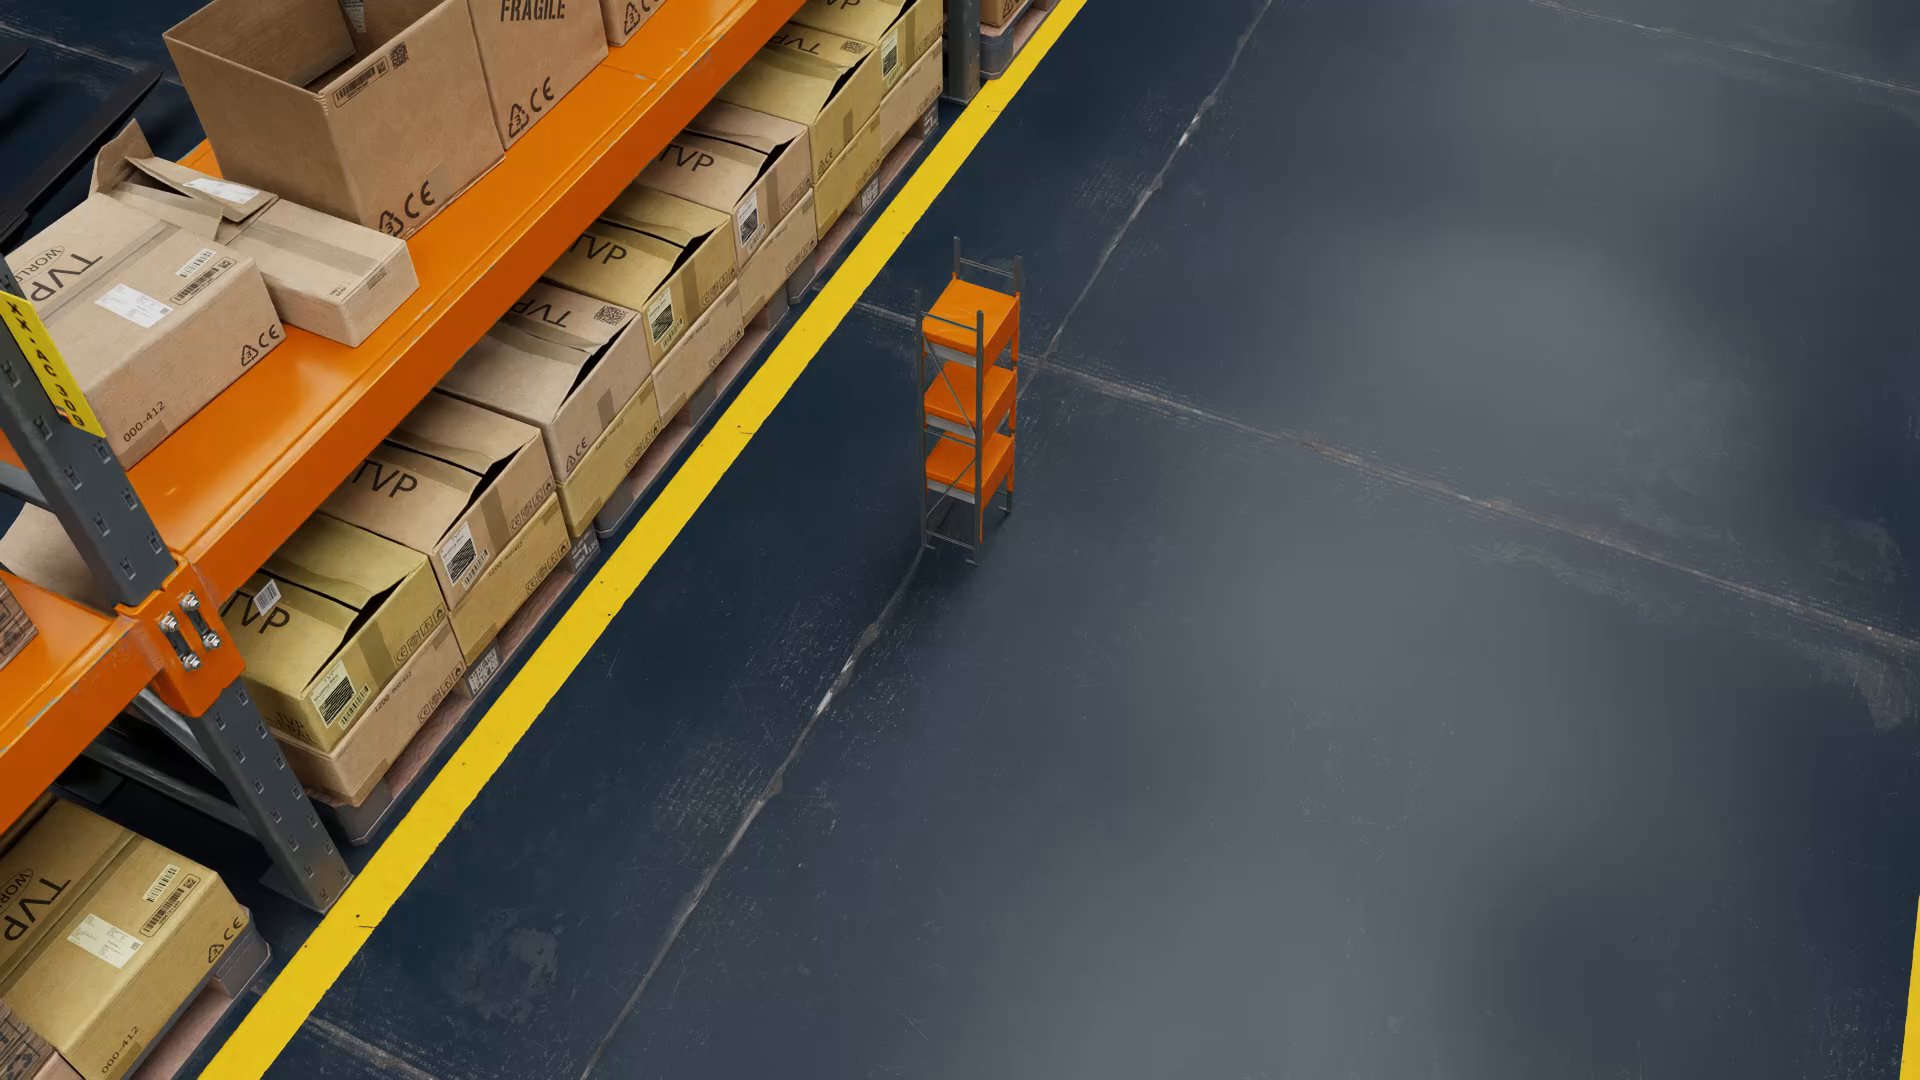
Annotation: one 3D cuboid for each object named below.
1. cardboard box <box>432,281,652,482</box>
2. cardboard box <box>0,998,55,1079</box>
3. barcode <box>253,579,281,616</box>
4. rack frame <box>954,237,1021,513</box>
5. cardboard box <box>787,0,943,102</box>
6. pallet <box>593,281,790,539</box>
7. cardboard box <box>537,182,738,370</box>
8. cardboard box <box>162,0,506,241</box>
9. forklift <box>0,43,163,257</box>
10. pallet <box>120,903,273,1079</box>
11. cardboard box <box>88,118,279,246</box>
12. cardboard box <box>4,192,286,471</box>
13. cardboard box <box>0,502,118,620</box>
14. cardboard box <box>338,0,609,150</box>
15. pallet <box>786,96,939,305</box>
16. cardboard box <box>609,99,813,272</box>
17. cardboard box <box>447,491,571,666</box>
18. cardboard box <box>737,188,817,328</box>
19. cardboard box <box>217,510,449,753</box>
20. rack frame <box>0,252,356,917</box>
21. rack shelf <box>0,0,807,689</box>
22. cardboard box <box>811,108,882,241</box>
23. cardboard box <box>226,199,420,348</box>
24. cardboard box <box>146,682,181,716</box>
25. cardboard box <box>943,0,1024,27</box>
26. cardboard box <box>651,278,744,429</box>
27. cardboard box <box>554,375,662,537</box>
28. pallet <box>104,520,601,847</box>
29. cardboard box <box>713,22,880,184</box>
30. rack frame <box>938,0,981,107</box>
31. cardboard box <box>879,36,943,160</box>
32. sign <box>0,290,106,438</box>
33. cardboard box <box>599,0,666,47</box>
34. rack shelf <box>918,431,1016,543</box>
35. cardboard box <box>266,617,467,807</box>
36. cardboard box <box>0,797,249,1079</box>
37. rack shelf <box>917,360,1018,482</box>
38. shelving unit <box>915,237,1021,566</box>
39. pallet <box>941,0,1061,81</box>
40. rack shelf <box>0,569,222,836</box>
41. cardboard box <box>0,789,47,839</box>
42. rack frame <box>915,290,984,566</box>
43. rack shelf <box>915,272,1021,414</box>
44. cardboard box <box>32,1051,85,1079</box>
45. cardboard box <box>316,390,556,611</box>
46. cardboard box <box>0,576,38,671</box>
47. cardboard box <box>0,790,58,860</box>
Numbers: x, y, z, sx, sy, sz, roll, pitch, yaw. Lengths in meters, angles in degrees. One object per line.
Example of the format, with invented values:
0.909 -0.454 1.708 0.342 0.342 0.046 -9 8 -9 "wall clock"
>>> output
-1.264 -0.511 4.877 0.500 0.311 0.500 18 52 15 "cardboard box"
-2.330 1.062 3.414 0.500 0.500 0.500 20 52 16 "cardboard box"
-1.619 0.135 3.888 0.001 0.075 0.075 20 52 16 "barcode"
0.075 -0.461 4.953 0.200 1.050 0.008 20 52 16 "rack frame"
-0.397 -1.922 6.077 0.500 0.311 0.500 21 53 17 "cardboard box"
-1.305 -0.641 5.657 1.003 0.211 1.213 20 52 16 "pallet"
-1.047 -0.871 5.183 0.500 0.311 0.500 21 53 17 "cardboard box"
-1.537 -1.100 4.151 0.500 0.500 0.500 23 53 19 "cardboard box"
-3.859 -1.612 4.697 1.130 2.935 3.031 12 51 10 "forklift"
-2.483 1.256 4.042 1.003 0.211 1.213 20 52 16 "pallet"
-1.895 -0.803 4.052 0.396 0.266 0.258 19 52 15 "cardboard box"
-1.934 -0.486 3.792 0.500 0.250 0.500 23 53 18 "cardboard box"
-2.191 0.020 4.425 0.500 0.311 0.500 20 52 16 "cardboard box"
-1.323 -1.445 4.444 0.500 0.500 0.500 20 52 16 "cardboard box"
-0.783 -1.478 6.369 1.003 0.211 1.213 20 52 16 "pallet"
-0.831 -1.215 5.476 0.500 0.311 0.500 19 52 16 "cardboard box"
-1.489 0.025 4.789 0.500 0.250 0.500 21 53 17 "cardboard box"
-0.835 -1.038 5.693 0.500 0.250 0.500 21 53 17 "cardboard box"
-1.703 0.188 4.282 0.500 0.311 0.500 20 52 16 "cardboard box"
-2.105 -0.181 3.435 1.000 3.000 0.127 20 52 16 "rack frame"
-1.250 -1.325 4.881 1.077 0.370 4.000 20 52 16 "rack shelf"
-0.617 -1.383 5.987 0.500 0.250 0.500 19 52 16 "cardboard box"
-1.541 -0.644 3.993 0.380 0.149 0.250 20 52 16 "cardboard box"
-2.190 0.194 4.645 0.500 0.250 0.500 19 52 16 "cardboard box"
0.057 -2.489 6.750 0.500 0.500 0.500 22 53 18 "cardboard box"
-1.052 -0.683 5.391 0.500 0.250 0.500 21 53 17 "cardboard box"
-1.270 -0.333 5.093 0.500 0.250 0.500 18 52 15 "cardboard box"
-1.825 0.202 4.939 1.003 0.211 1.213 20 52 16 "pallet"
-0.613 -1.562 5.771 0.500 0.311 0.500 19 52 16 "cardboard box"
-0.396 -2.936 5.778 1.000 3.000 0.127 20 52 16 "rack frame"
-0.400 -1.739 6.290 0.500 0.250 0.500 21 53 17 "cardboard box"
-1.602 -0.308 2.922 0.100 0.325 0.005 20 52 16 "sign"
-1.098 -1.807 4.753 0.500 0.500 0.500 17 52 14 "cardboard box"
0.023 -0.190 5.101 0.215 0.259 0.240 20 52 16 "rack shelf"
-1.709 0.377 4.490 0.500 0.250 0.500 19 52 15 "cardboard box"
-2.105 0.964 3.990 0.500 0.250 0.500 20 52 16 "cardboard box"
0.023 -0.370 4.890 0.215 0.259 0.240 20 52 16 "rack shelf"
0.023 -0.377 4.882 0.215 1.050 0.252 20 52 16 "shelving unit"
-0.043 -2.534 7.267 1.003 0.211 1.213 20 52 16 "pallet"
-2.959 1.429 2.537 1.077 0.370 4.000 20 52 16 "rack shelf"
-2.586 0.548 3.851 0.500 0.500 0.500 20 52 16 "cardboard box"
-0.029 -0.293 4.810 0.200 1.050 0.008 20 52 16 "rack frame"
0.023 -0.554 4.673 0.215 0.259 0.240 20 52 16 "rack shelf"
-2.328 1.305 3.700 0.500 0.250 0.500 20 52 16 "cardboard box"
-1.484 -0.155 4.573 0.500 0.311 0.500 19 52 16 "cardboard box"
-2.289 0.094 3.135 0.700 0.500 0.500 19 52 15 "cardboard box"
-2.577 0.794 4.134 0.500 0.250 0.500 20 52 16 "cardboard box"
